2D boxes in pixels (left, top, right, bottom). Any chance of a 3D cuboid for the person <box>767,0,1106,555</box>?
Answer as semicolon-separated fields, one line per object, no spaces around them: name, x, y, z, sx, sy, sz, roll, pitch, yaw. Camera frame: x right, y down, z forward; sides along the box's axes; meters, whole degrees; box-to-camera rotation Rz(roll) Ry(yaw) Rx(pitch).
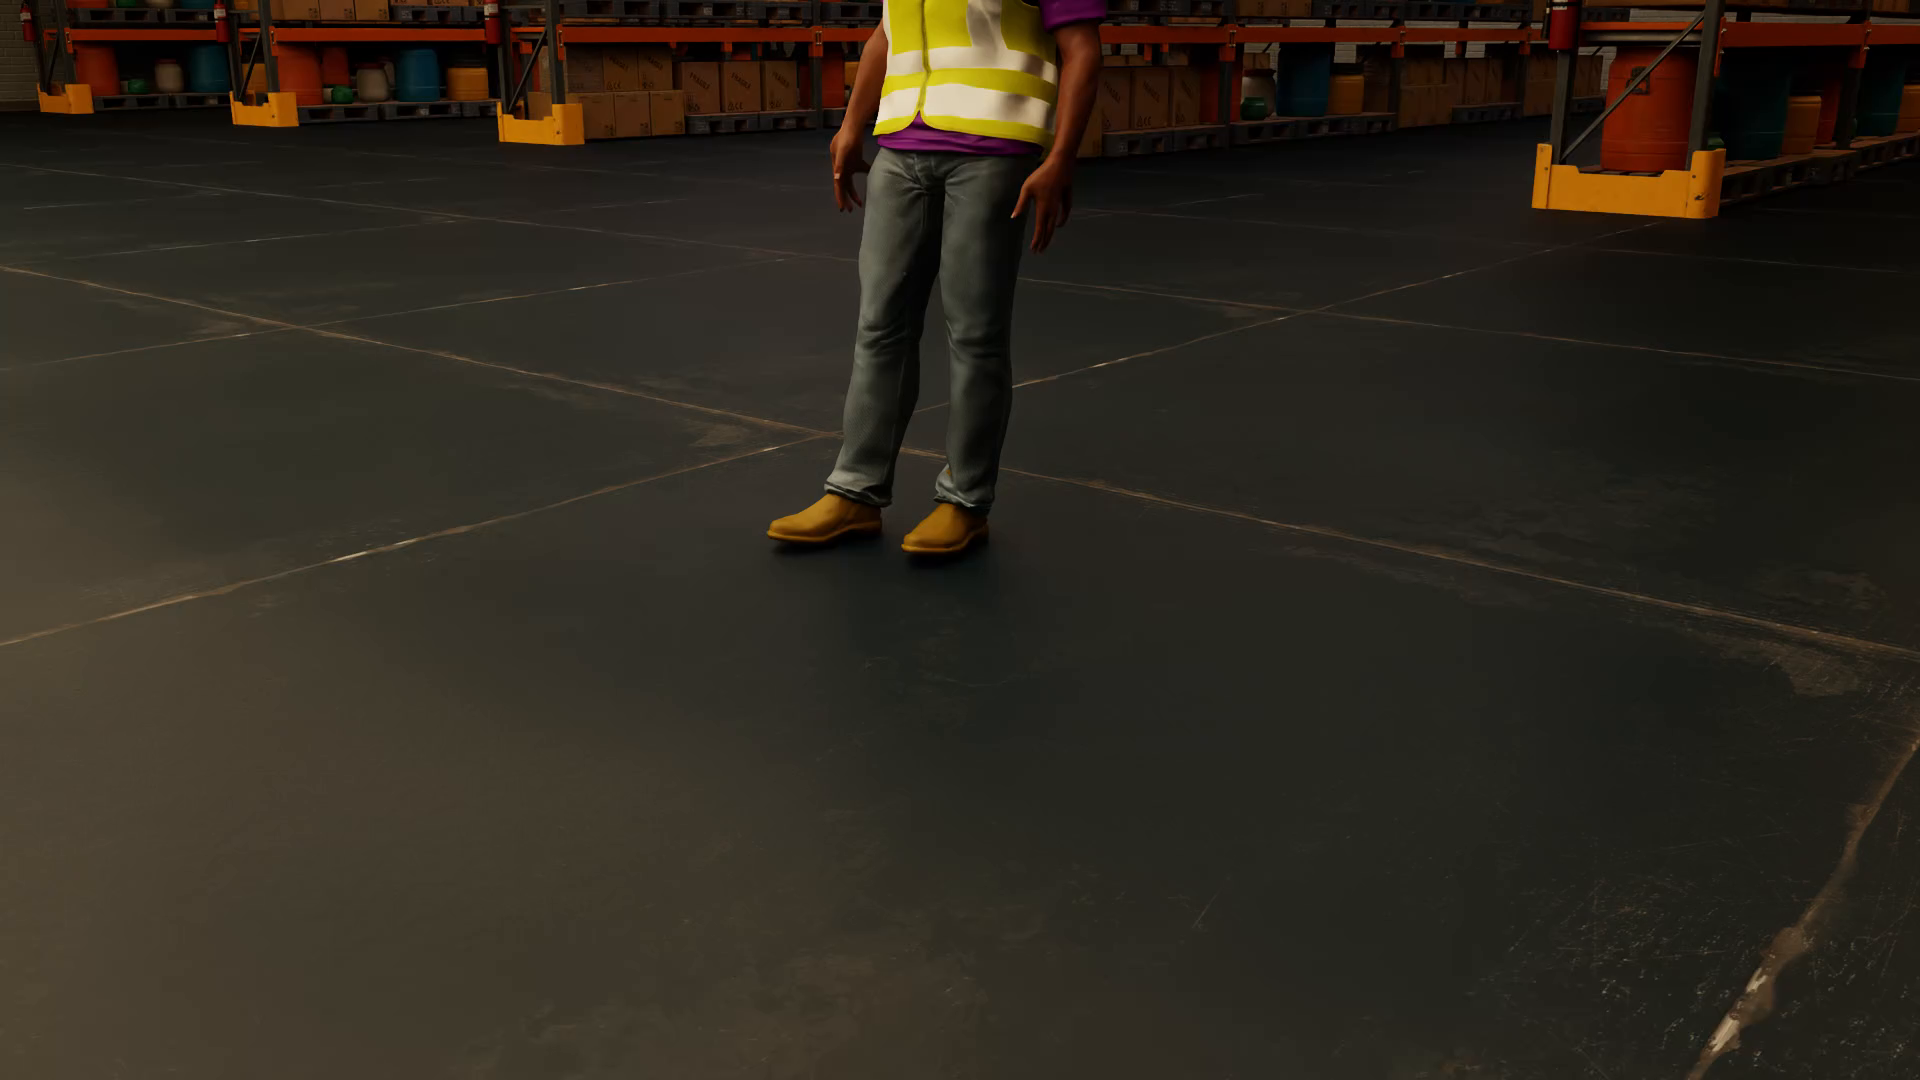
person;-0.049;-0.838;3.636;0.665;1.765;0.577;13;21;37
